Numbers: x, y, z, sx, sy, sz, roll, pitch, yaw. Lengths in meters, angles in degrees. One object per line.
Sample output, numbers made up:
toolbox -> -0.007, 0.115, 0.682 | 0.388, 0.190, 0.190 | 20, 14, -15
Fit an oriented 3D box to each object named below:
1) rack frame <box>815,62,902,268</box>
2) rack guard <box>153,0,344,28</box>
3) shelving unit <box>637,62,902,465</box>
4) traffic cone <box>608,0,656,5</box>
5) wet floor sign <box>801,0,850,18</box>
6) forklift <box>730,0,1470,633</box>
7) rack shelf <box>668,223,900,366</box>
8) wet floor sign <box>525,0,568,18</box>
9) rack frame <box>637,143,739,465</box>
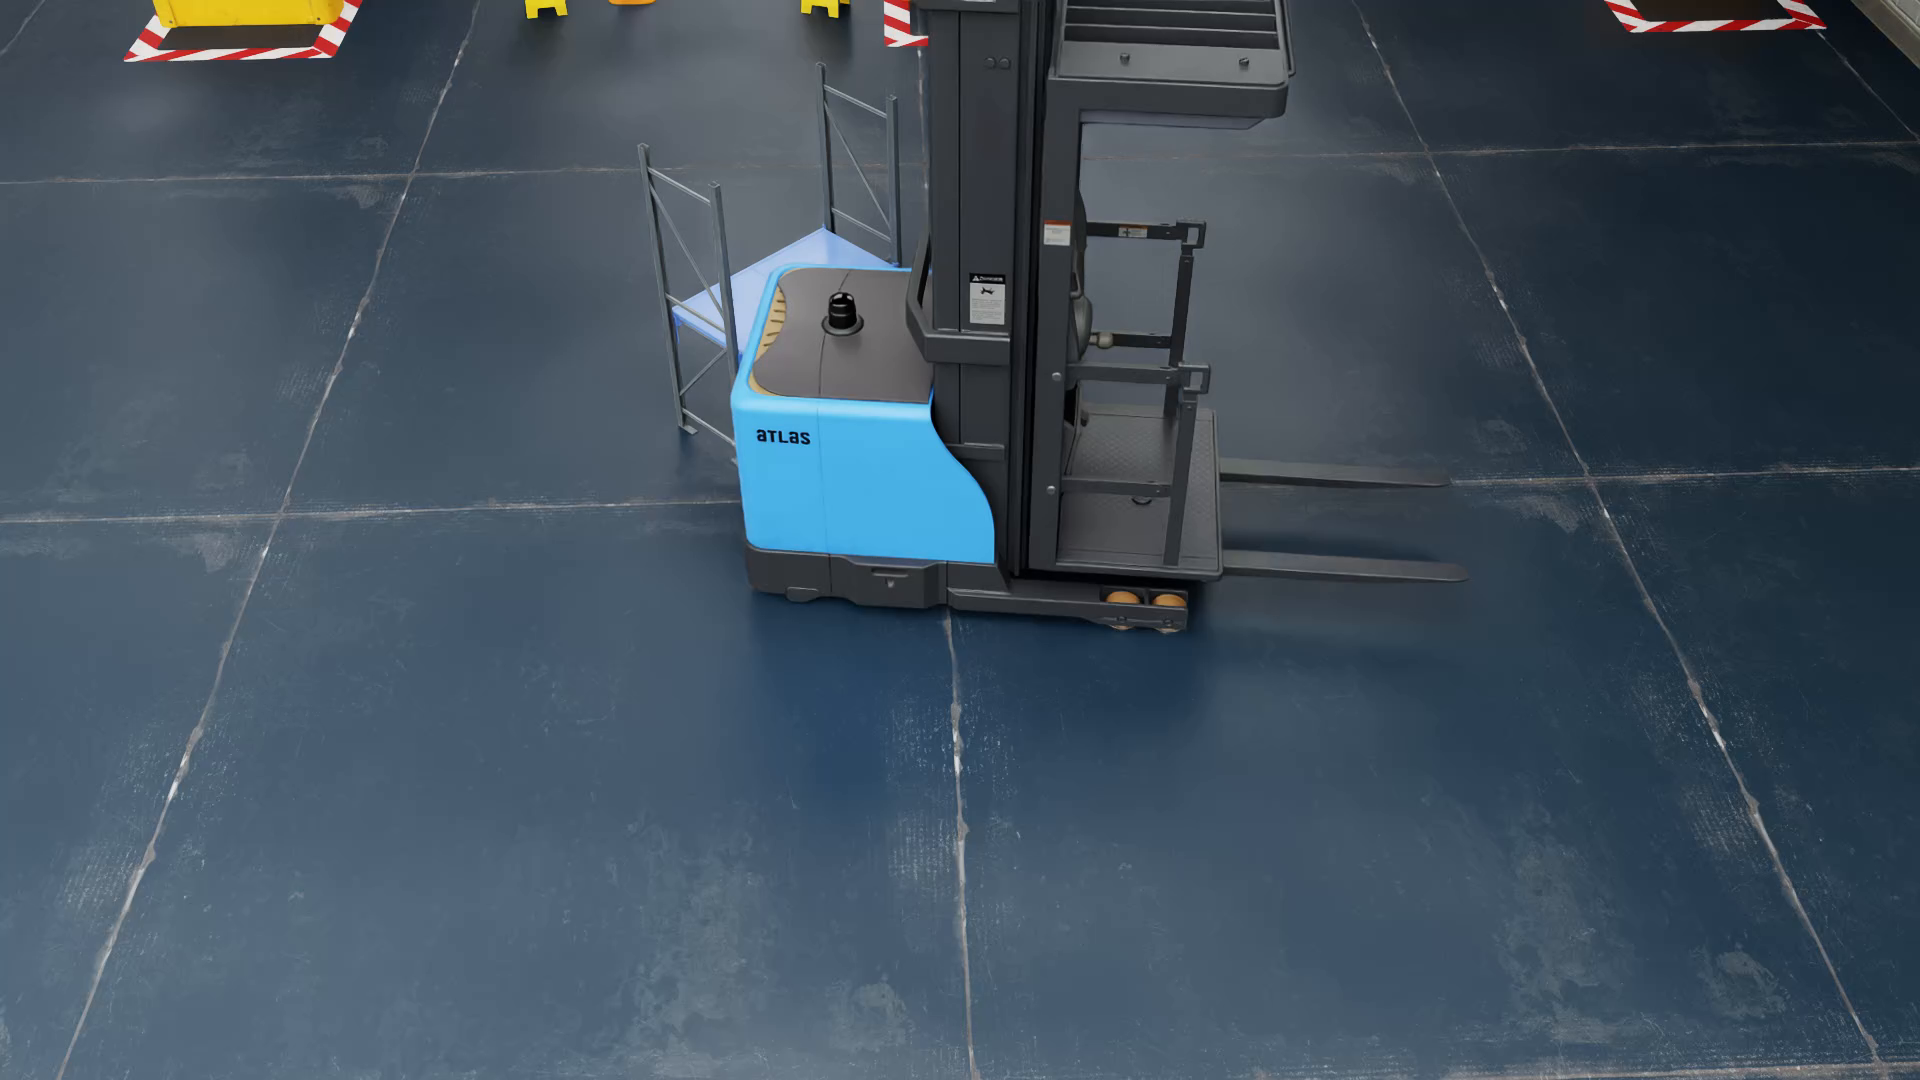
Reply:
rack frame -> -0.466, -1.496, 7.922 | 0.500, 1.500, 0.032 | 33, 52, 30
rack guard -> -4.797, -3.751, 11.122 | 1.175, 0.500, 0.348 | -2, 43, -2
shelving unit -> -0.816, -1.246, 7.650 | 0.538, 1.500, 1.048 | 33, 52, 30
traffic cone -> -2.258, -3.956, 11.373 | 0.336, 0.463, 0.334 | -2, 43, -2
wet floor sign -> -0.918, -3.872, 11.147 | 0.267, 0.644, 0.232 | 12, 44, 13
forklift -> 0.638, -1.070, 6.398 | 3.031, 2.935, 1.130 | 3, 43, 4
rack shelf -> -0.816, -1.114, 7.771 | 0.538, 0.185, 1.000 | 33, 52, 30
wet floor sign -> -2.819, -3.858, 11.131 | 0.267, 0.644, 0.232 | -8, 43, -9
rack frame -> -1.165, -0.997, 7.377 | 0.500, 1.500, 0.032 | 33, 52, 30
